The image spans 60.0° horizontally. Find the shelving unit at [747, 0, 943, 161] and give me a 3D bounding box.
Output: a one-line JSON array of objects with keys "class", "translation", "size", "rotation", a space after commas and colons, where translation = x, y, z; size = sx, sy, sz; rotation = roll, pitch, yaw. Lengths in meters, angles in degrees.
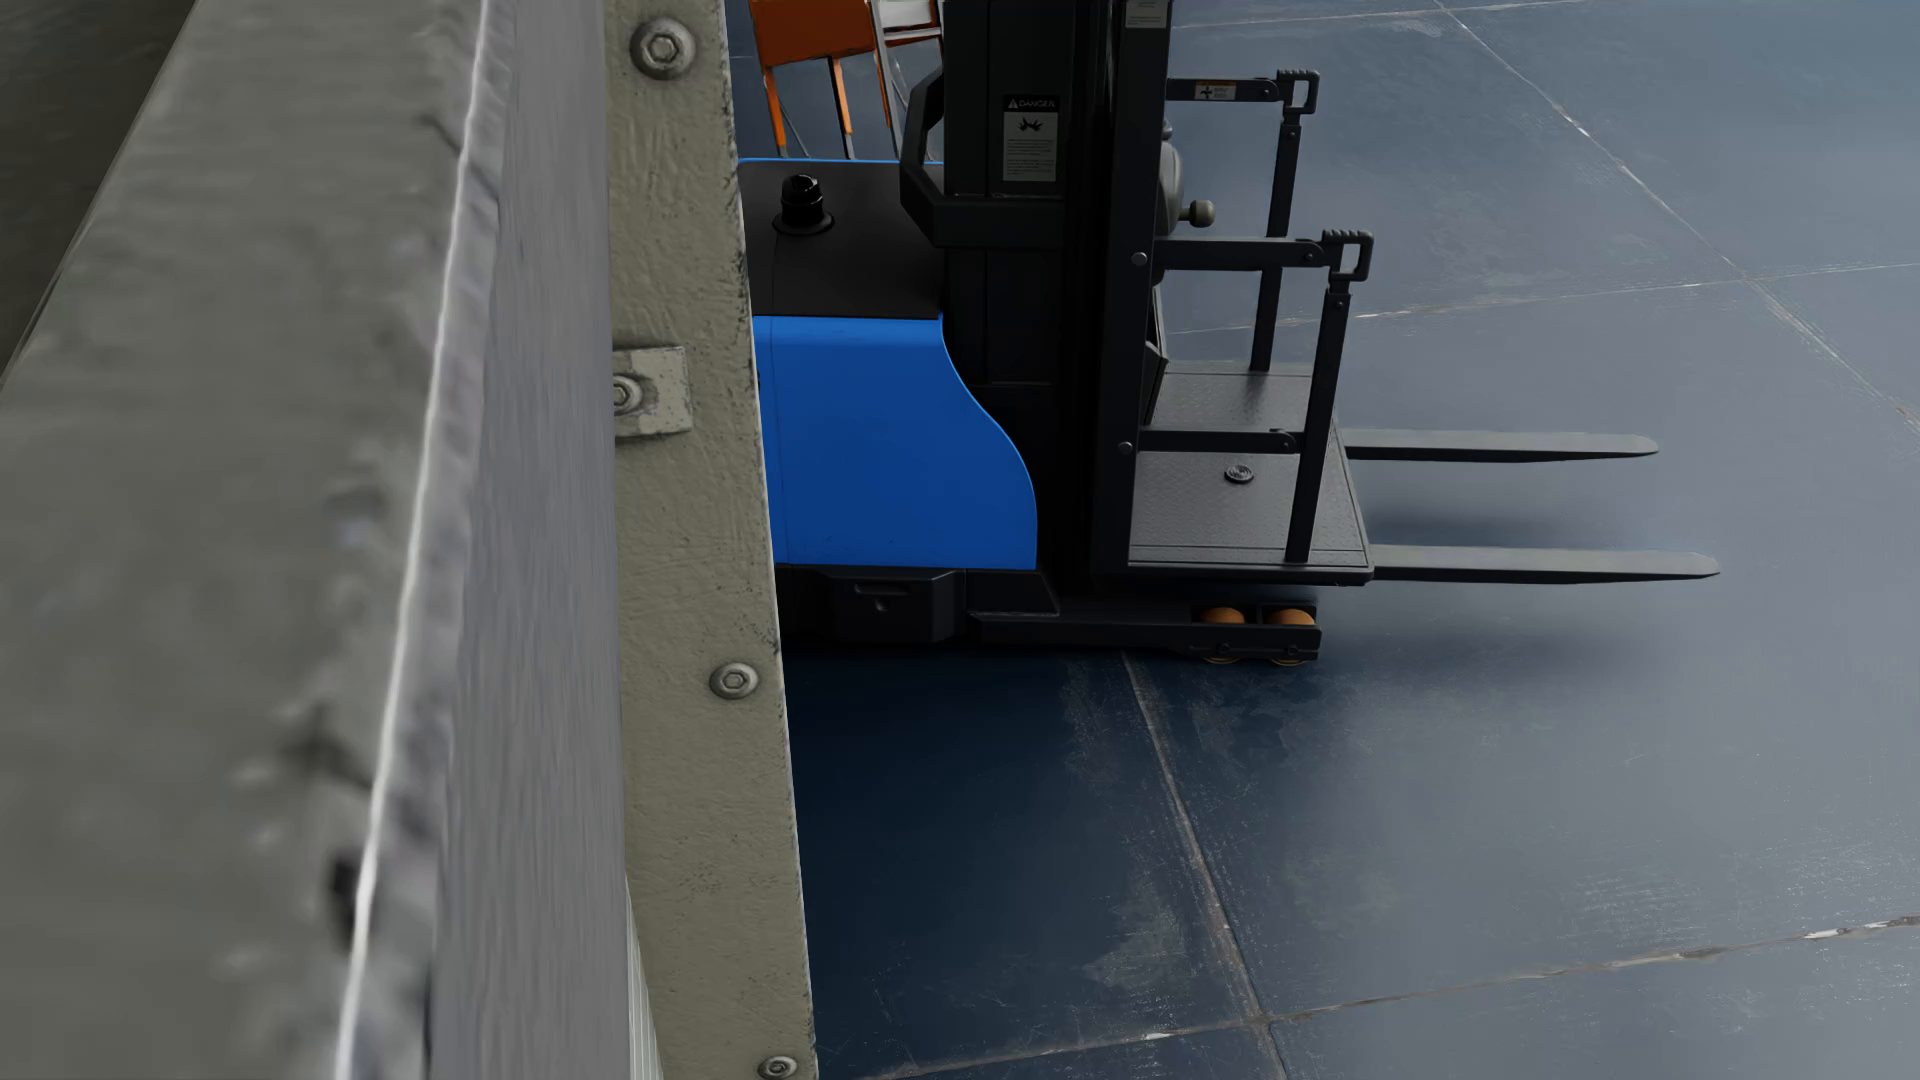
[{"class": "shelving unit", "translation": [-0.356, -1.654, 5.592], "size": [0.503, 2.100, 0.431], "rotation": [0, 18, 35]}]

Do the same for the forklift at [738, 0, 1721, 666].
[{"class": "forklift", "translation": [0.684, -1.130, 4.315], "size": [3.031, 2.935, 1.130], "rotation": [1, 38, 2]}]

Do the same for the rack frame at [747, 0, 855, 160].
[{"class": "rack frame", "translation": [-0.555, -1.656, 5.733], "size": [0.015, 2.100, 0.400], "rotation": [0, 18, 35]}]

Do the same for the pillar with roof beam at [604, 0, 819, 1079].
[{"class": "pillar with roof beam", "translation": [3.768, -2.785, 1.500], "size": [9.100, 9.000, 0.400], "rotation": [-6, 38, -8]}]

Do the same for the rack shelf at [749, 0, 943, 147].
[{"class": "rack shelf", "translation": [-0.354, -1.641, 5.595], "size": [0.480, 0.518, 0.431], "rotation": [0, 18, 35]}]

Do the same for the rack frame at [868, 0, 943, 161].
[{"class": "rack frame", "translation": [-0.157, -1.653, 5.451], "size": [0.015, 2.100, 0.400], "rotation": [0, 18, 35]}]
